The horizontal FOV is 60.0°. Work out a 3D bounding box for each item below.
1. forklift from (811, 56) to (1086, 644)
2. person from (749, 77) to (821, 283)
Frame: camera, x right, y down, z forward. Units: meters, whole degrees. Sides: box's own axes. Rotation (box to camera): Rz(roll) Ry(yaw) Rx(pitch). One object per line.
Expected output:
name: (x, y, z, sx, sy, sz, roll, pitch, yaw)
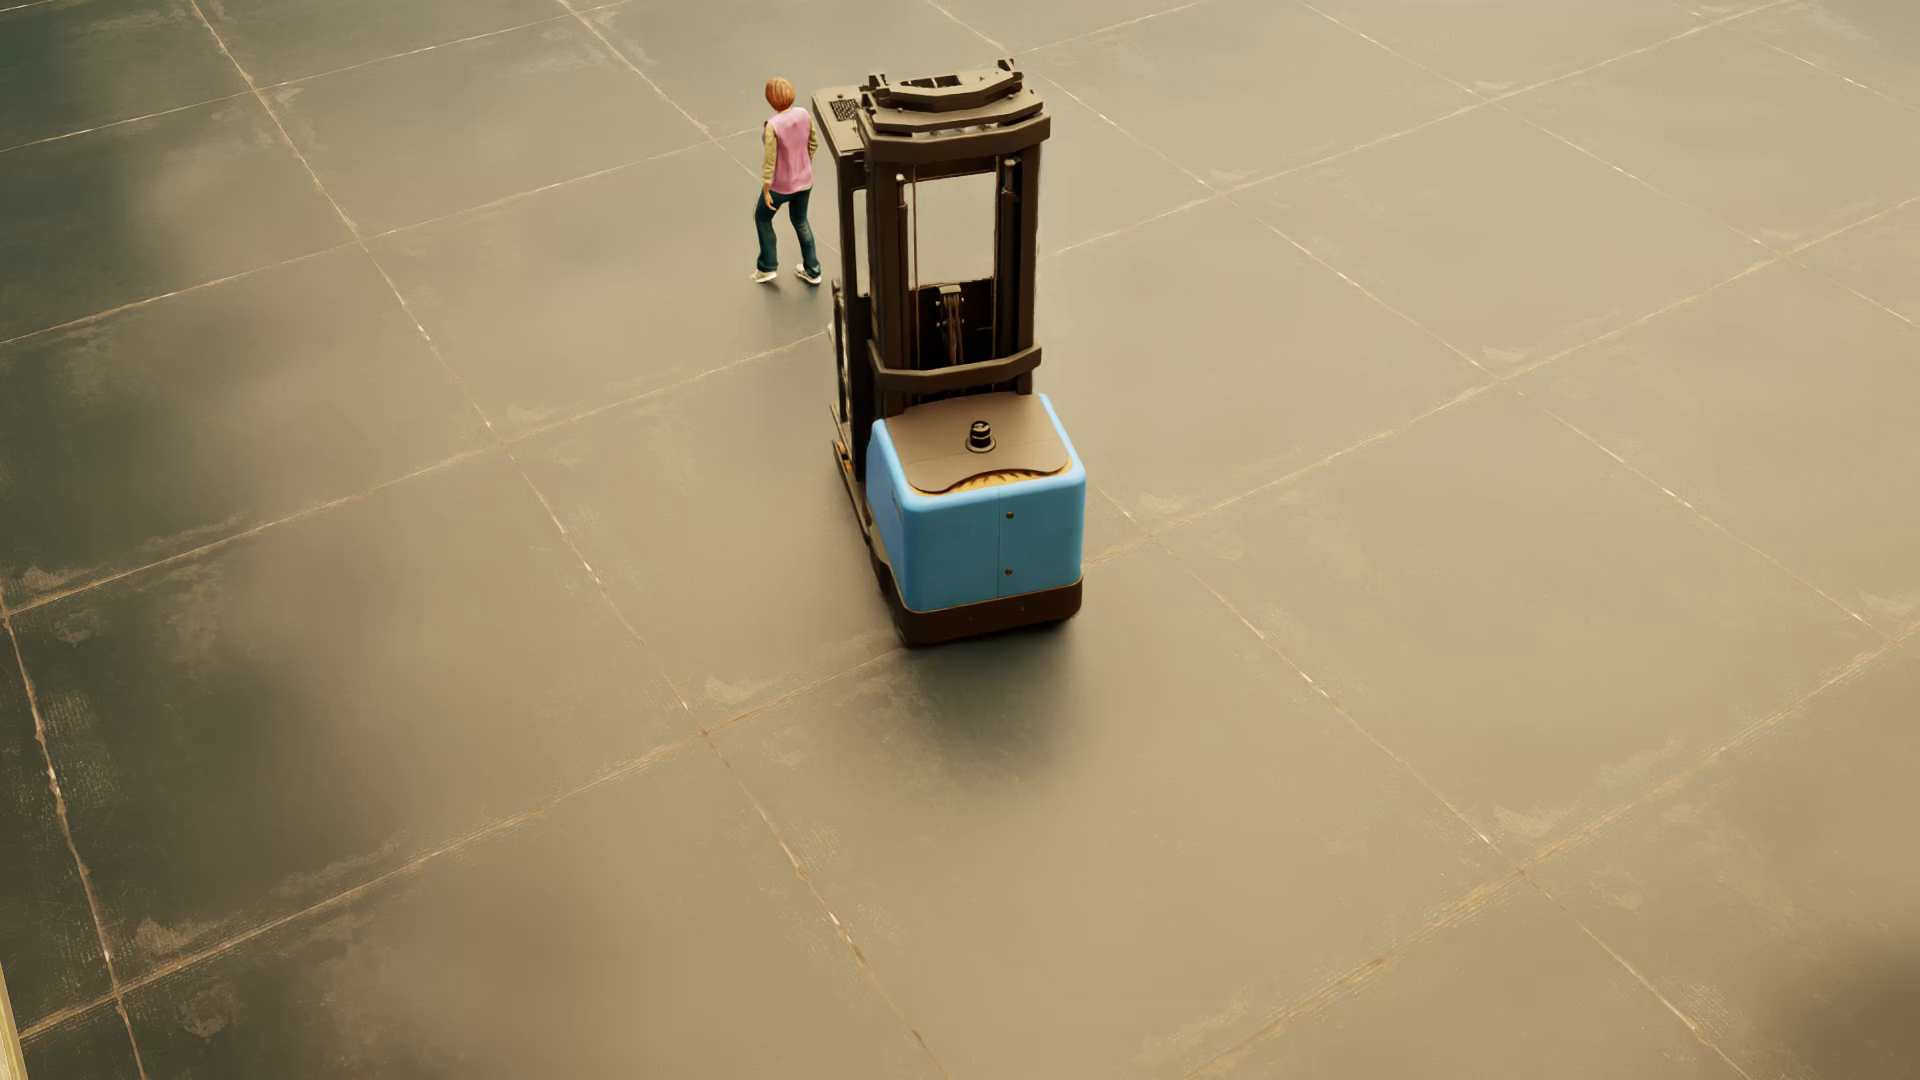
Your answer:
forklift: (-0.182, -1.502, 9.589, 1.130, 2.935, 3.031, -10, 42, -11)
person: (-1.244, -2.533, 11.836, 0.510, 1.628, 0.488, -32, 50, -31)
